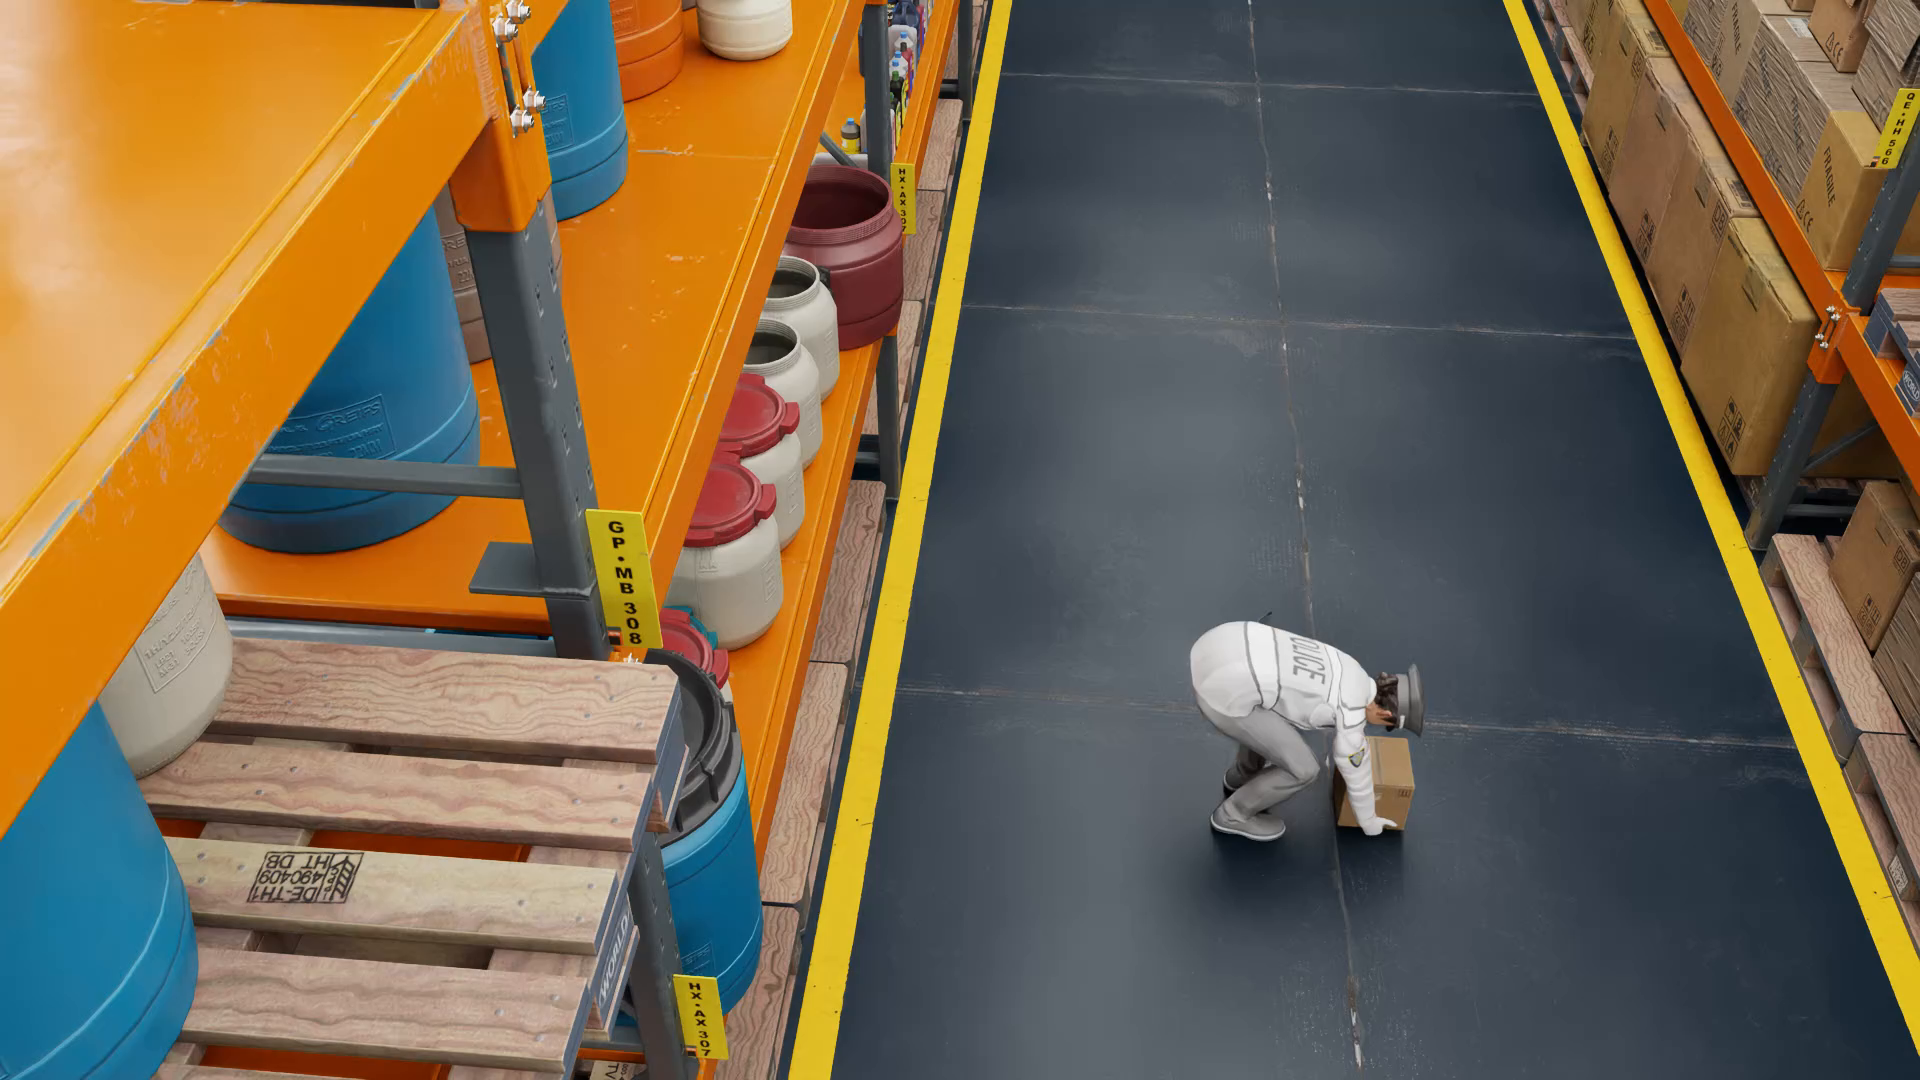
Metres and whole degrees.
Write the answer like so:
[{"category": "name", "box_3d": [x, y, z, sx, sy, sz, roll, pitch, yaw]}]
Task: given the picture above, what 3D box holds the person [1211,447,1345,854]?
[{"category": "person", "box_3d": [1.113, 0.390, 5.988, 0.414, 1.662, 0.530, 2, 40, 2]}]
